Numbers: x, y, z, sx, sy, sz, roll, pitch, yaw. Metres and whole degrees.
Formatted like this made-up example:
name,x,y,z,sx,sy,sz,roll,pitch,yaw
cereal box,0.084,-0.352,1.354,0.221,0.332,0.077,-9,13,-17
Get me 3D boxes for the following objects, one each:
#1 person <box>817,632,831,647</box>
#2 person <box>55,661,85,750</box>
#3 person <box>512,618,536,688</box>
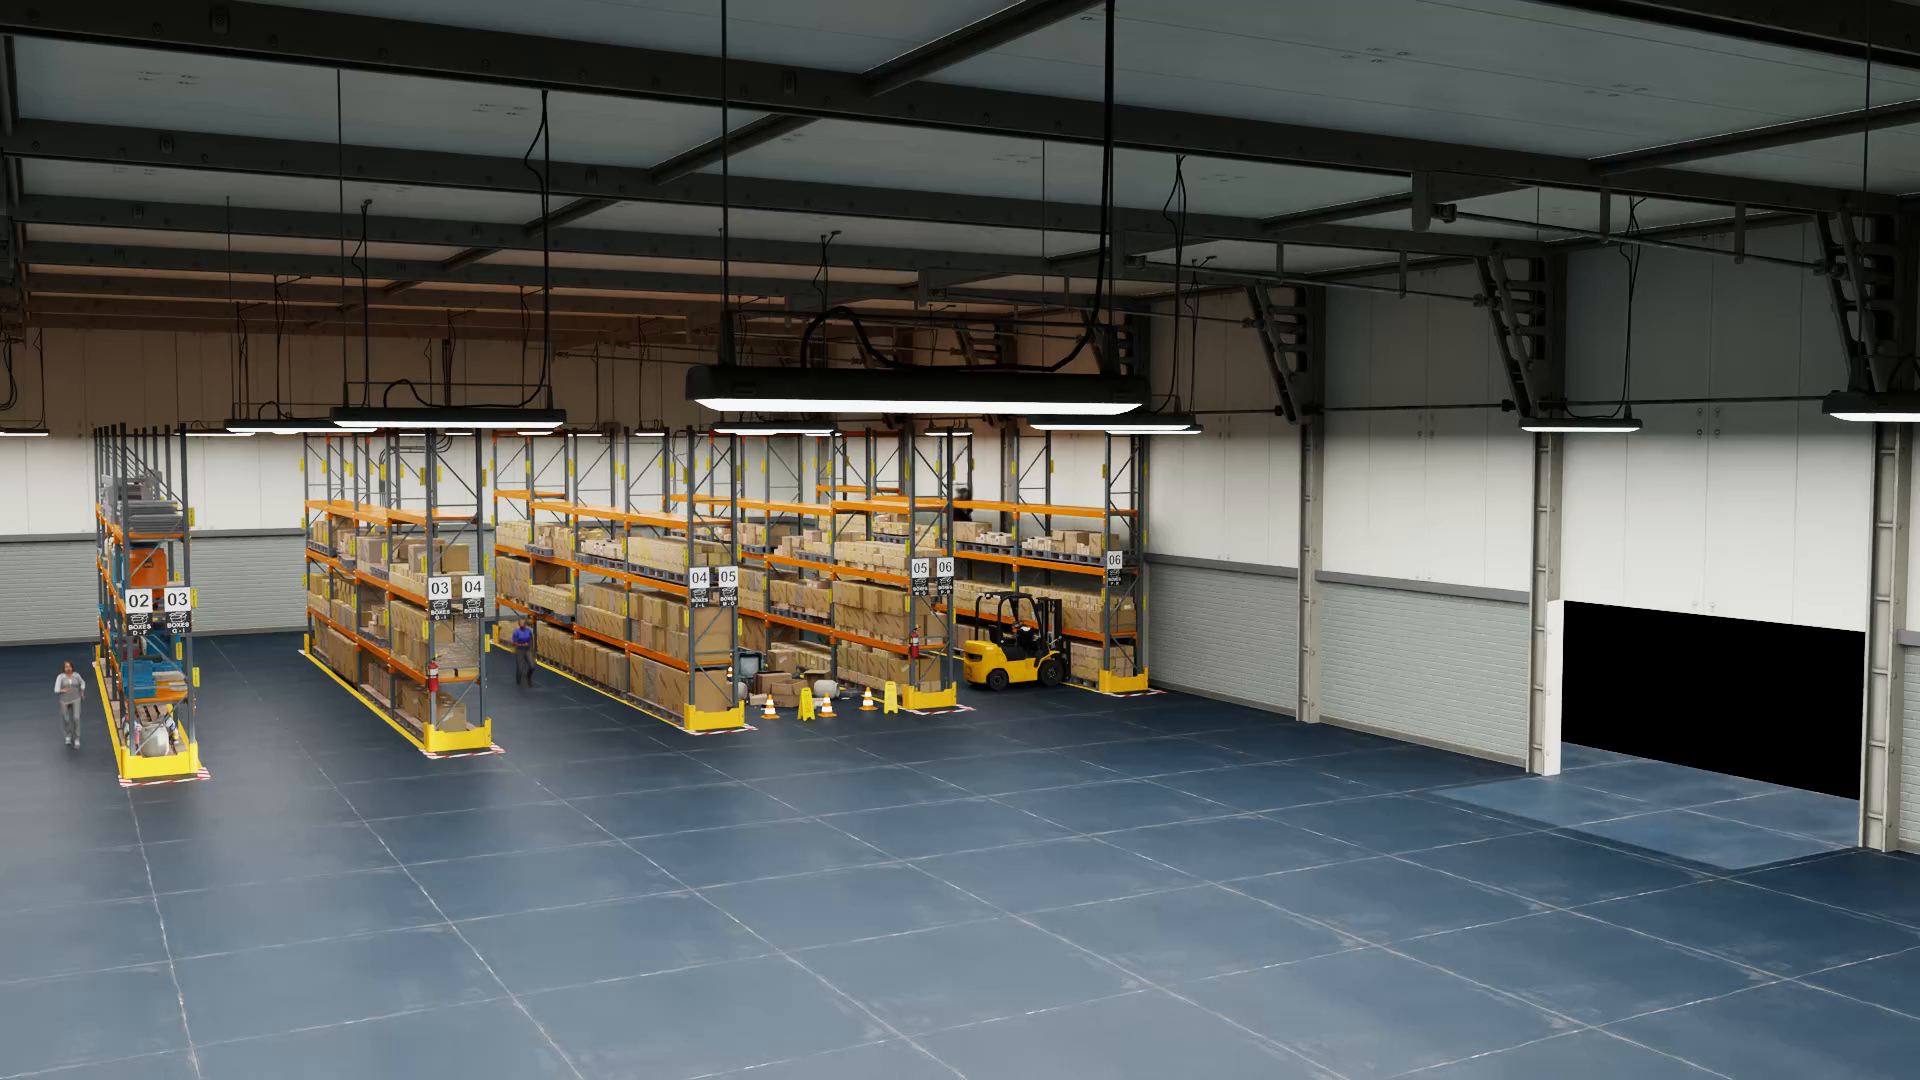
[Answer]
name,x,y,z,sx,sy,sz,roll,pitch,yaw
person,-3.686,2.114,45.043,0.695,1.783,0.667,-2,4,-28
person,-16.499,3.051,30.842,0.504,1.638,0.708,-2,4,-30
person,-9.940,2.642,37.994,0.569,1.539,0.655,-3,4,-37
